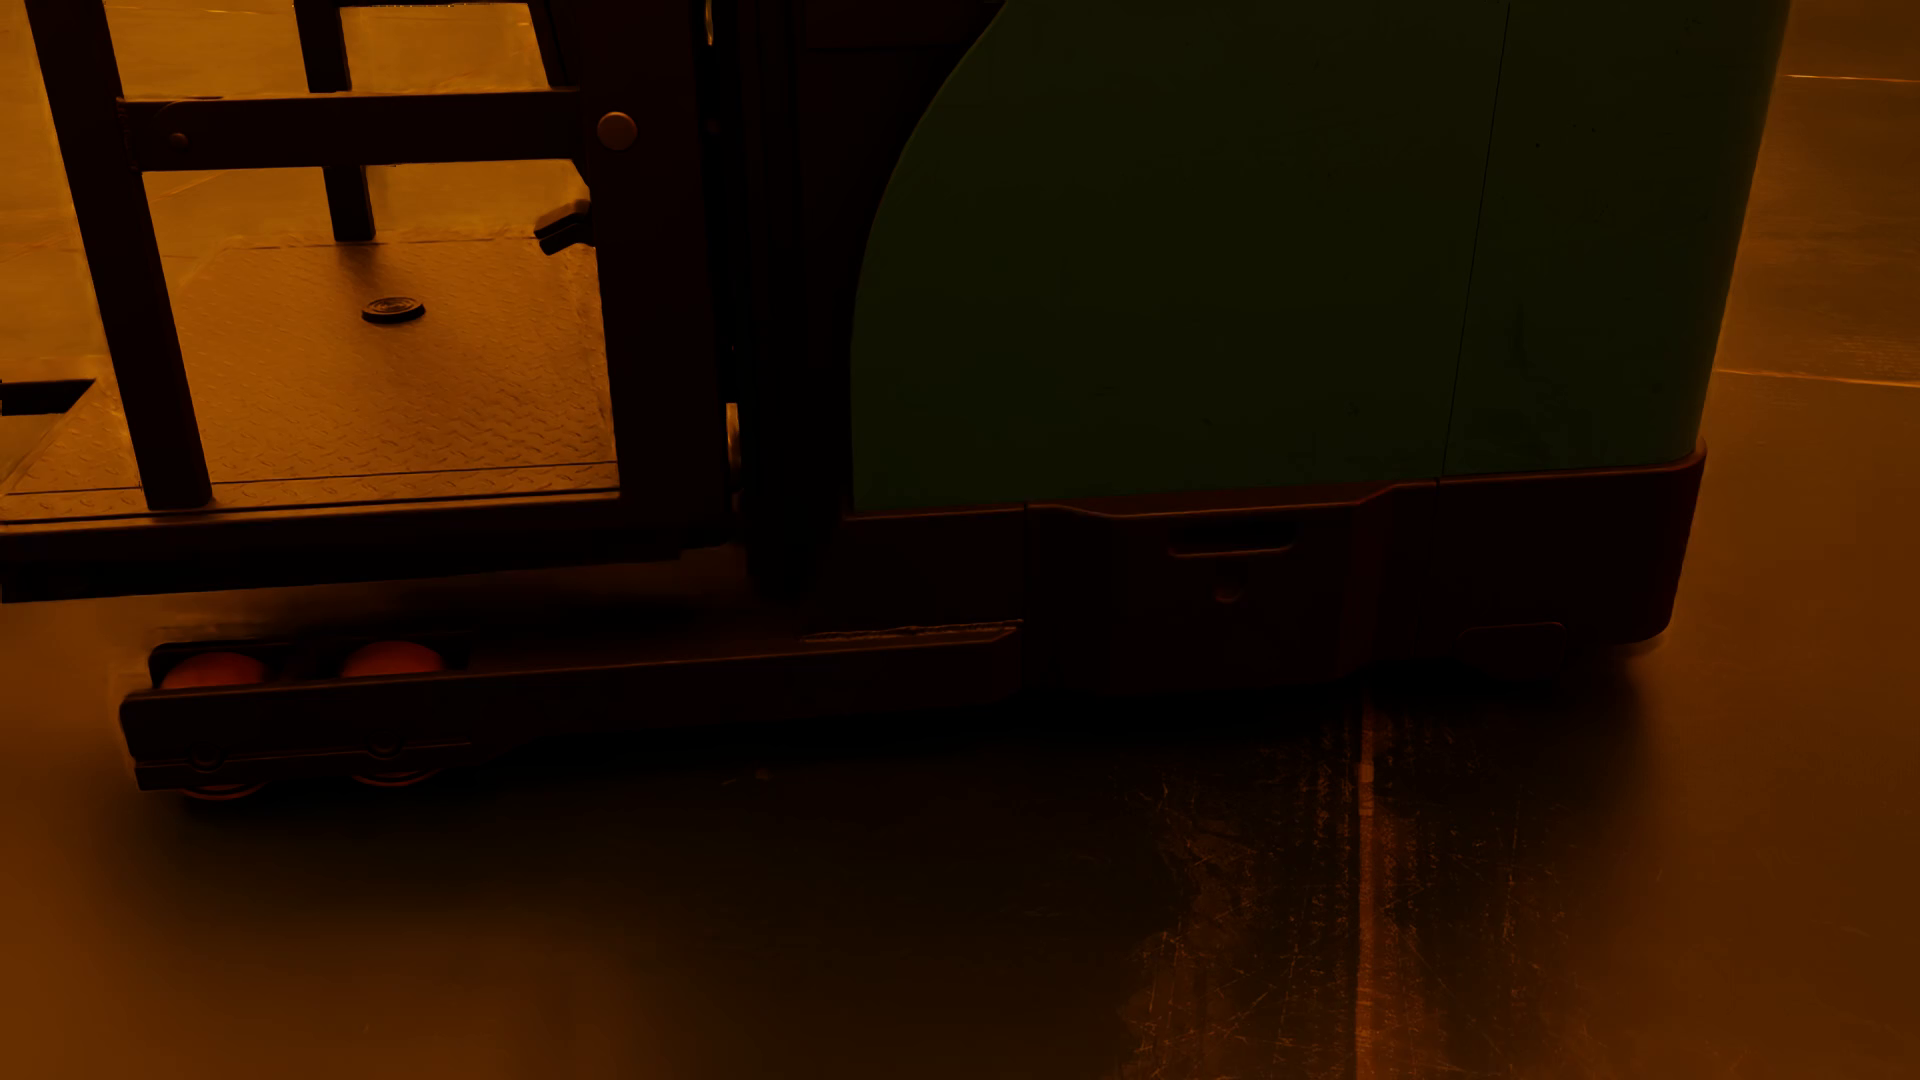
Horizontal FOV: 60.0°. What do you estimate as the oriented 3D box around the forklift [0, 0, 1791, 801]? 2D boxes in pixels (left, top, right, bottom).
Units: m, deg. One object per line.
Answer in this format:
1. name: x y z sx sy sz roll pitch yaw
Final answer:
1. forklift: -0.637 -1.264 1.751 3.031 2.935 1.130 -3 27 -7
